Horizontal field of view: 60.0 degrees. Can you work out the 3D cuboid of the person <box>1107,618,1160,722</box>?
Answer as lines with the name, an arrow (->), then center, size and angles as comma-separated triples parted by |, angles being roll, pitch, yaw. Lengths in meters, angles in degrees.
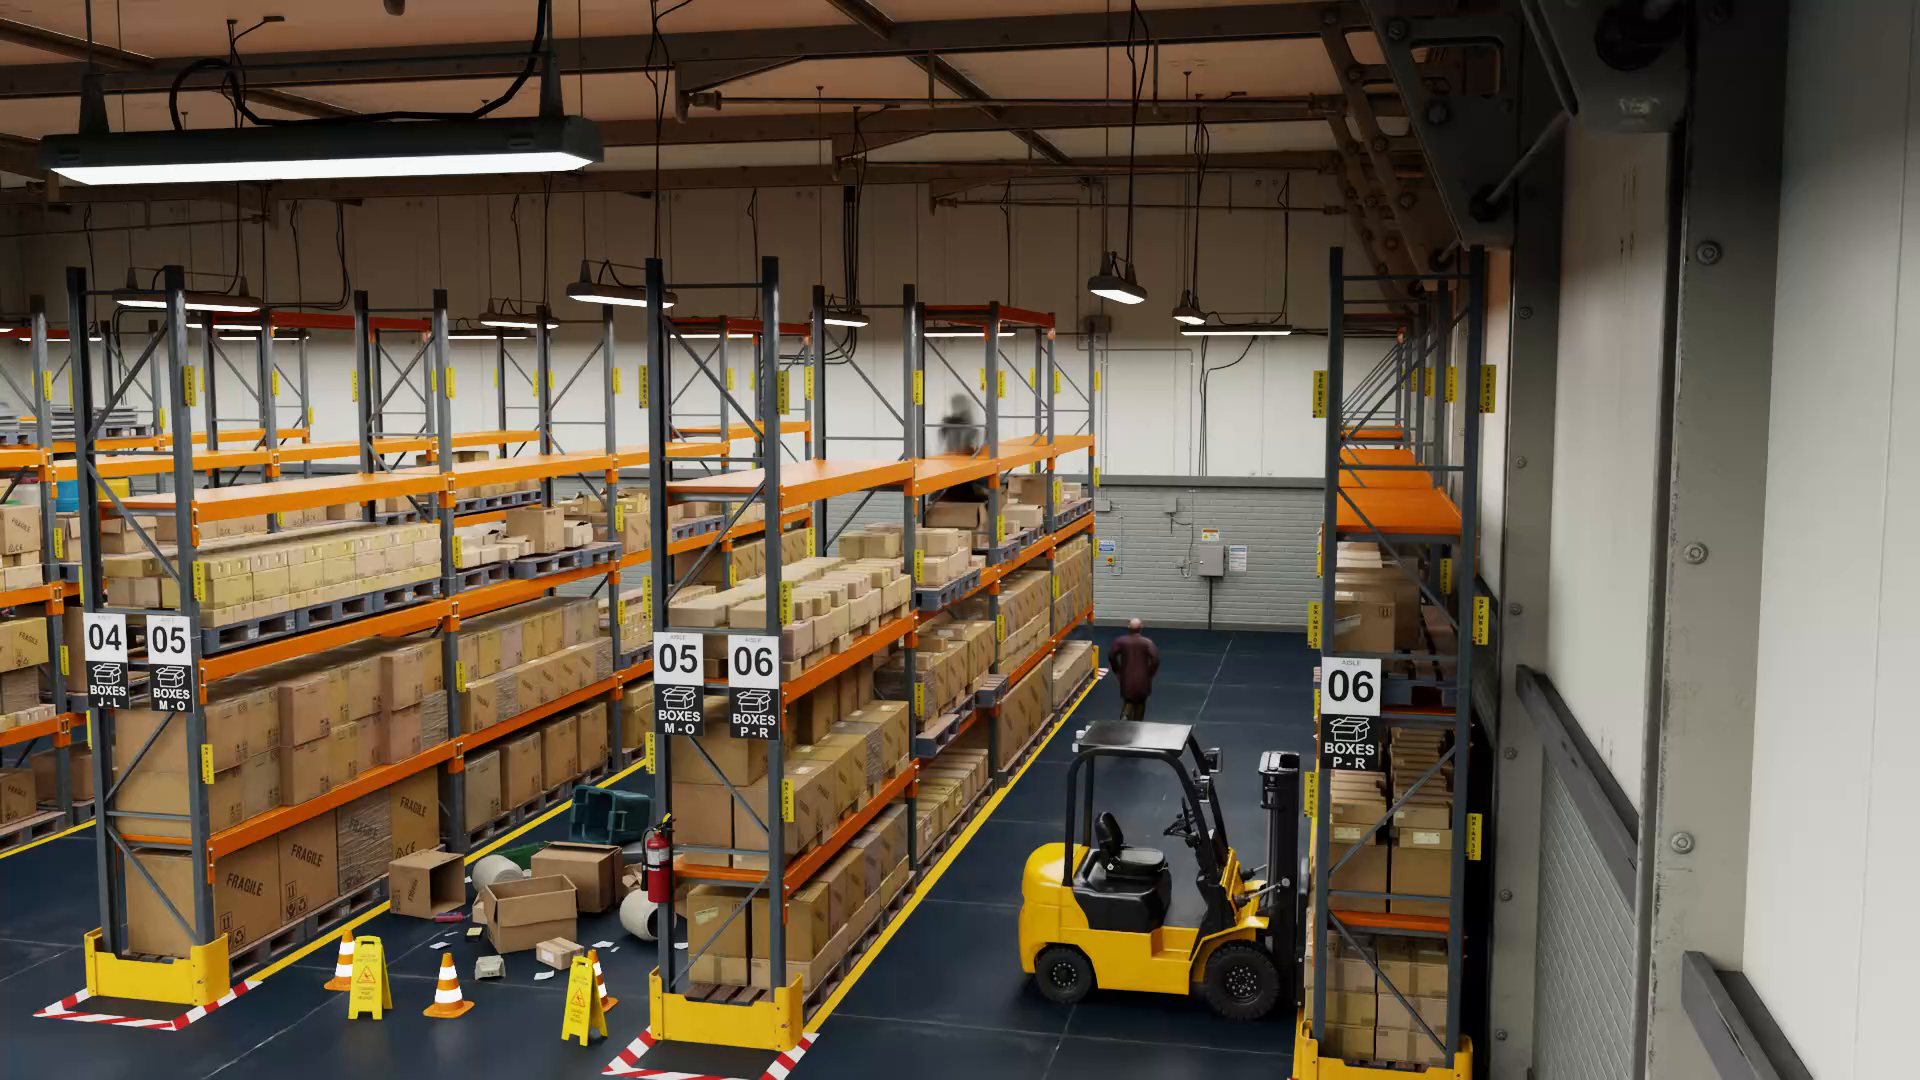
person -> 2.424, 1.964, 23.206 | 0.736, 1.744, 0.736 | 1, 6, 14
